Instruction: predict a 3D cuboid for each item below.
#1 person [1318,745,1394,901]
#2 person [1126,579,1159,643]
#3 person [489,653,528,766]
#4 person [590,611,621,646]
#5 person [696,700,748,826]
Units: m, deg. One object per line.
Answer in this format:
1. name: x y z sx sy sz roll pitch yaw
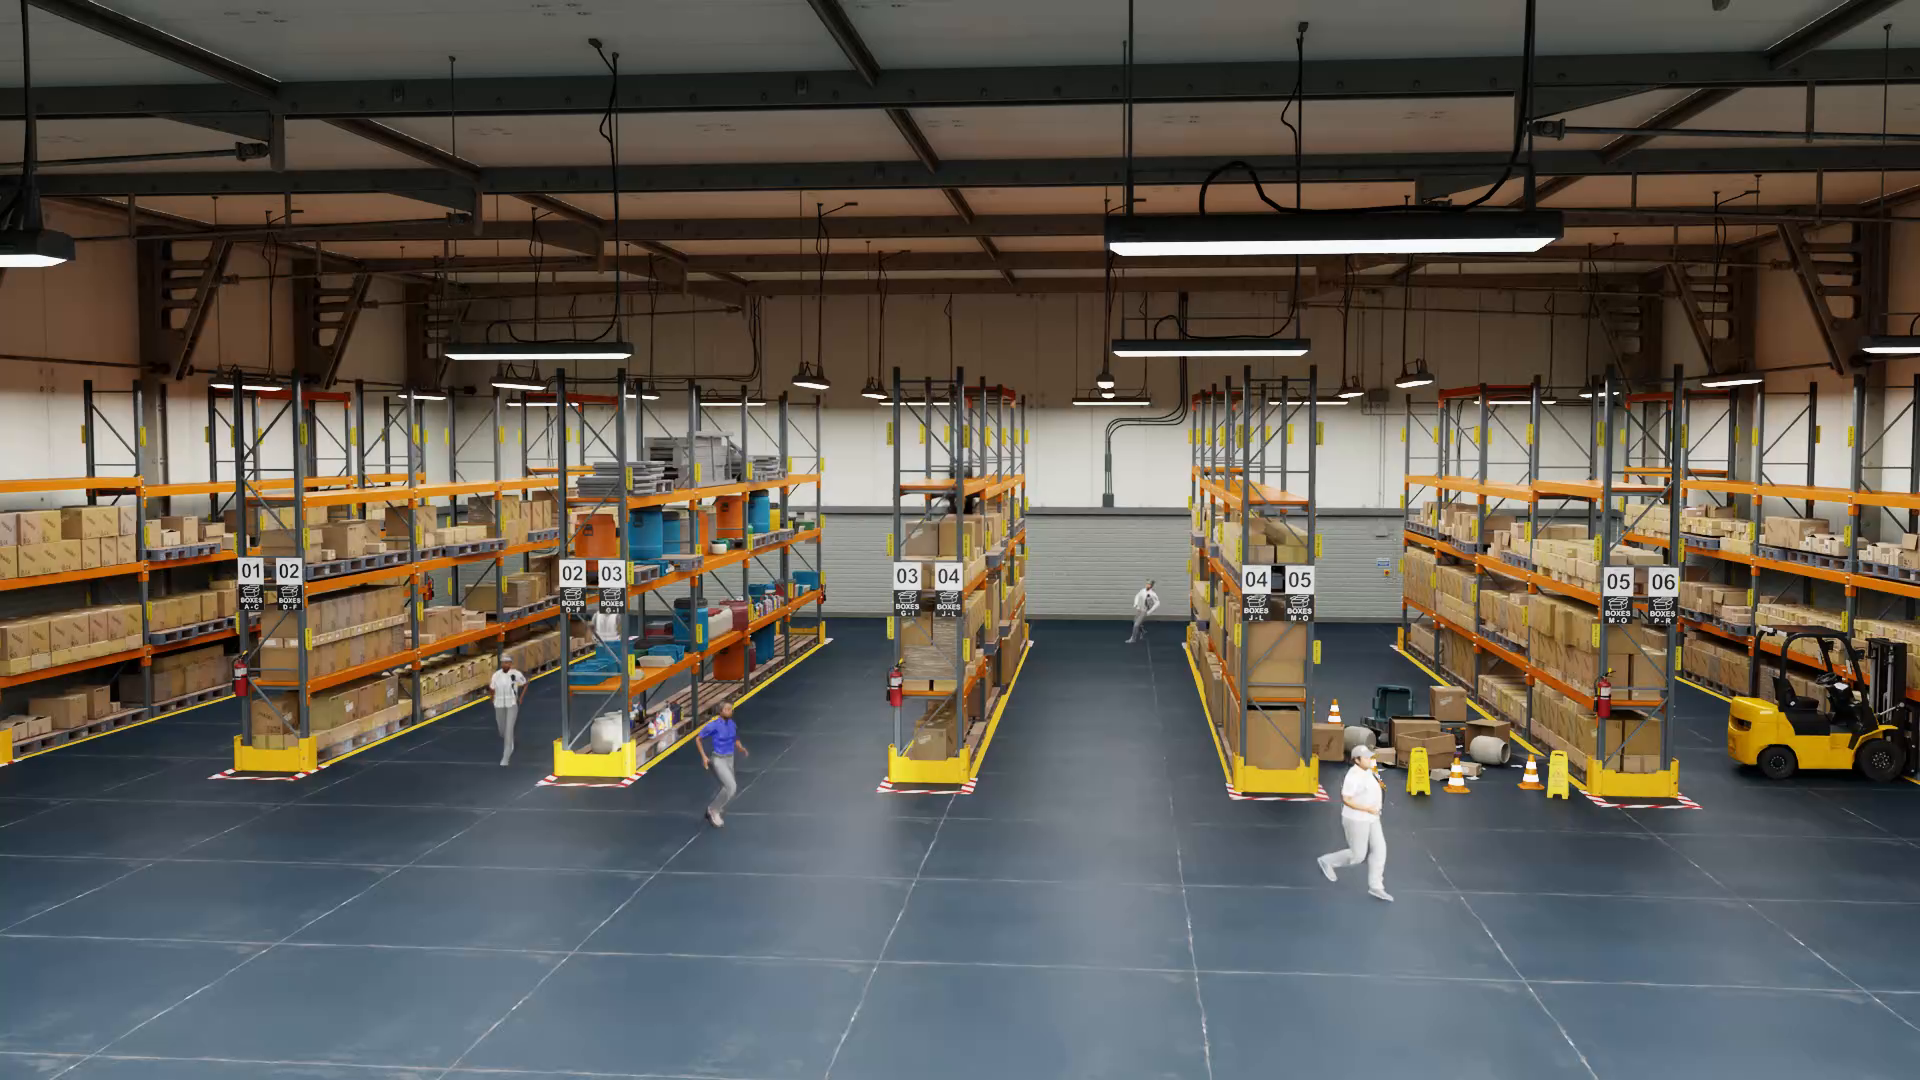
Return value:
1. person: 4.345 3.064 18.158 0.841 1.667 0.607 3 5 40
2. person: 4.500 1.706 40.232 0.776 1.586 0.666 3 5 38
3. person: -6.978 2.578 25.667 0.579 1.700 0.859 0 4 -1
4. person: -7.142 2.045 33.641 0.687 1.749 0.677 0 4 -3
5. person: -3.017 2.857 21.252 0.723 1.613 0.543 2 4 32
